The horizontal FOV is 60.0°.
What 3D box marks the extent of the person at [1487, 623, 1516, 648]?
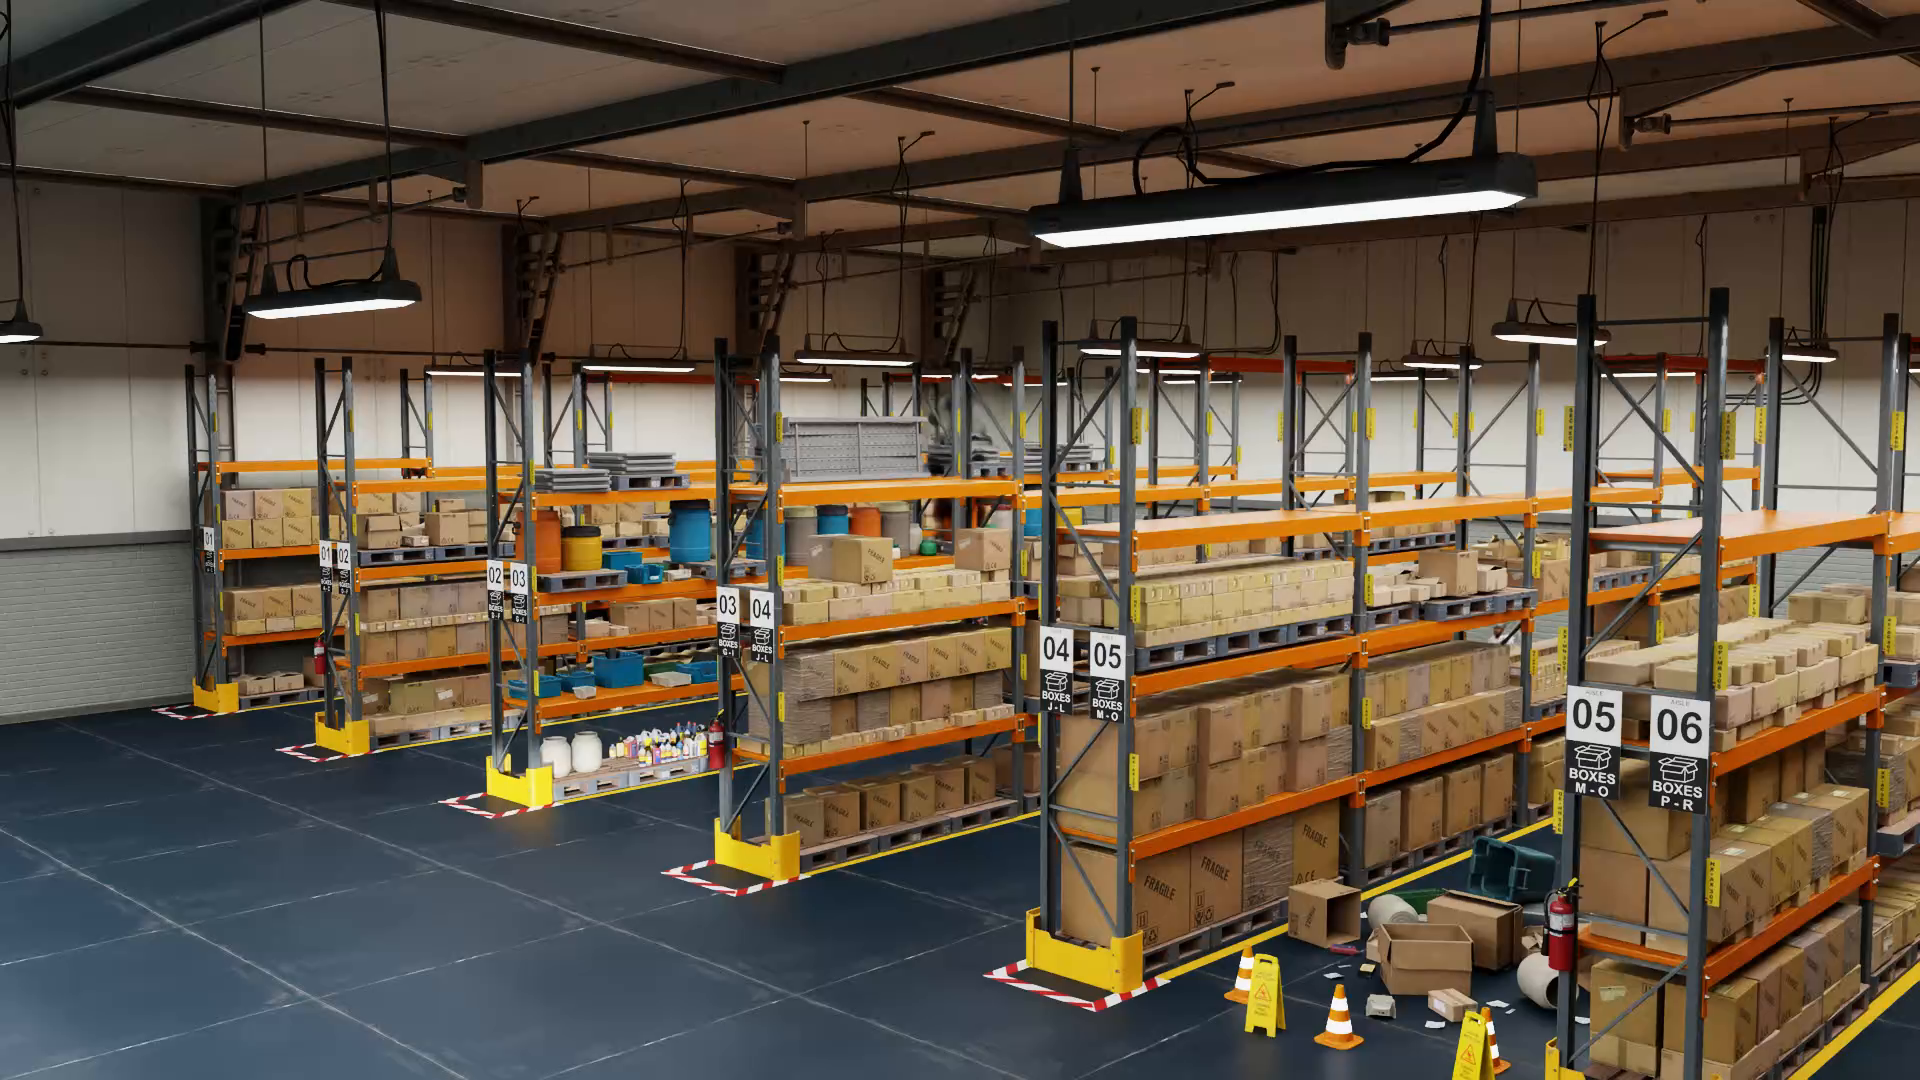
[{"bbox_3d":[9.190,2.176,28.294,0.602,1.657,0.618,4,6,39],"label":"person"}]
